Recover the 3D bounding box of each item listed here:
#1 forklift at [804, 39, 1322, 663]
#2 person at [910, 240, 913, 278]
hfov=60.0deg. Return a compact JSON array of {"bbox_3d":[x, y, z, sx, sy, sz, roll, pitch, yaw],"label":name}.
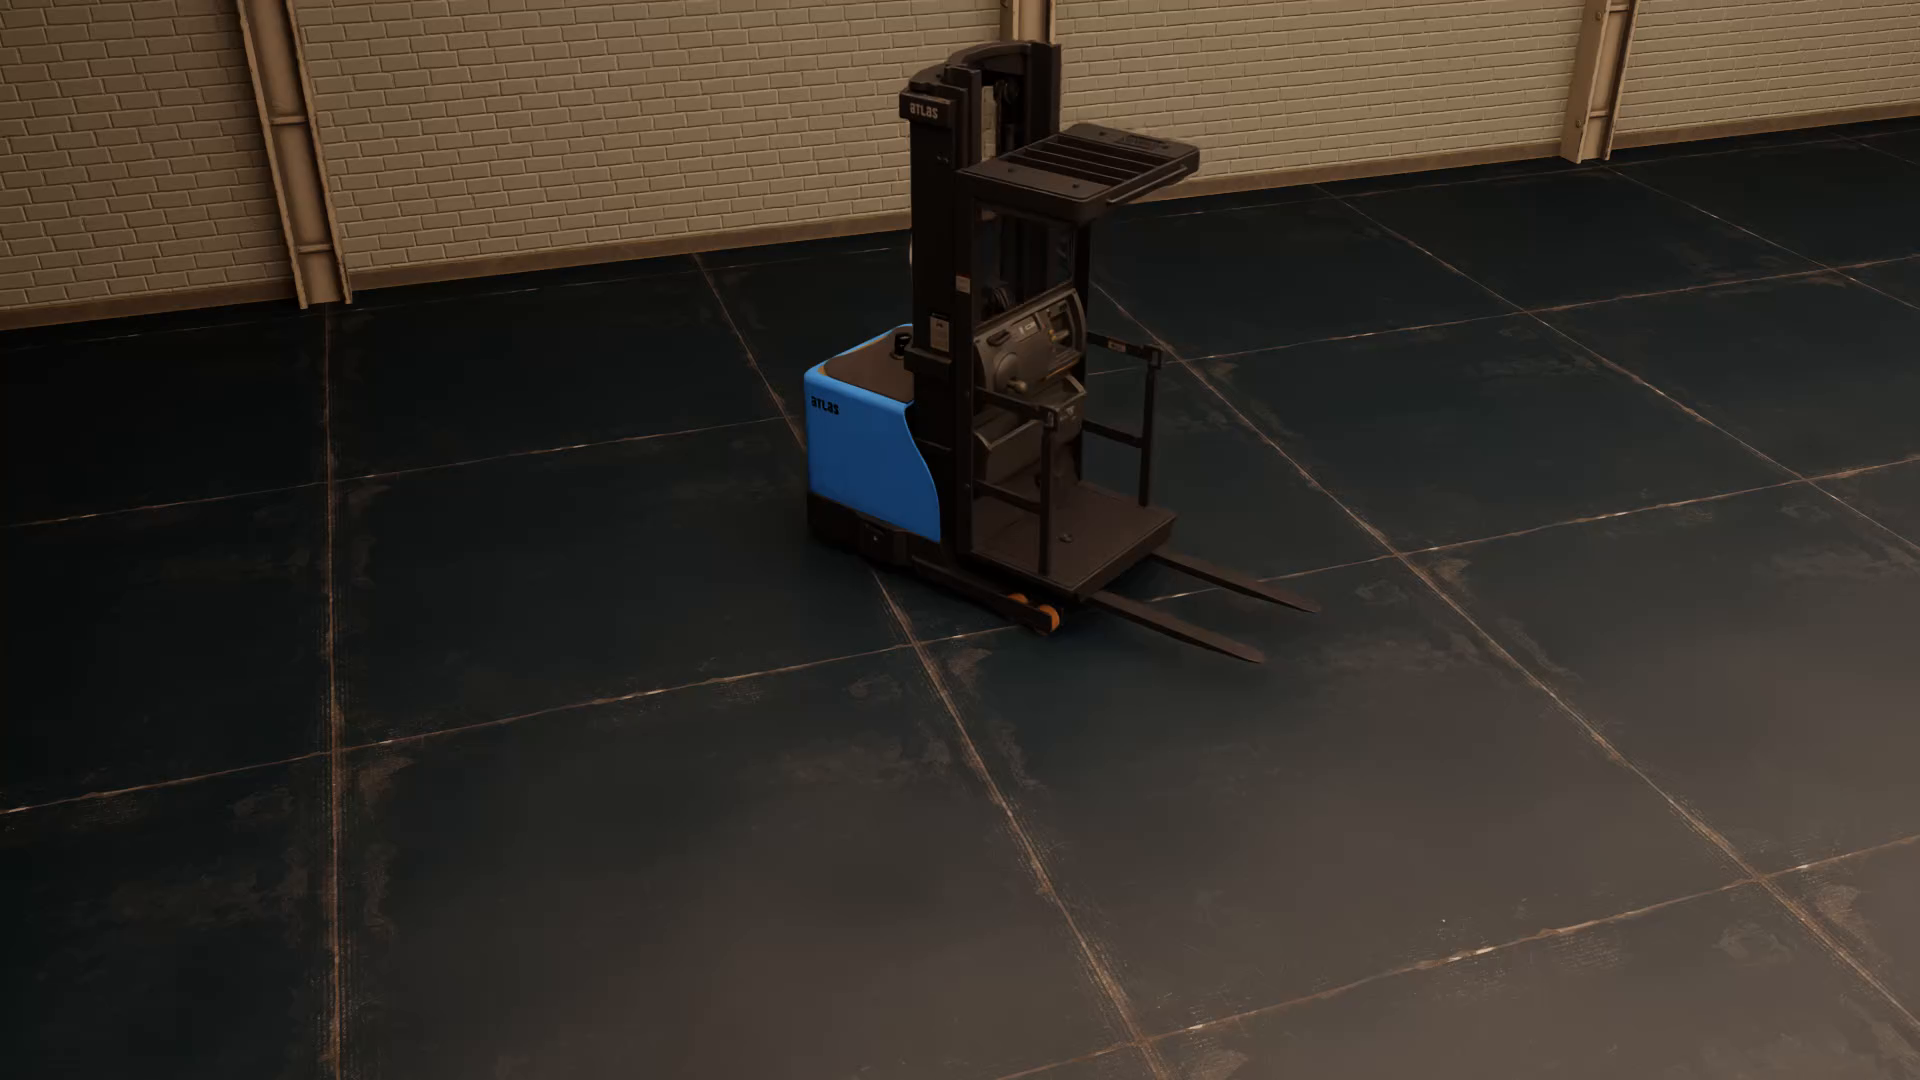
[{"bbox_3d":[0.553,-1.048,8.909,3.031,2.935,1.130,21,36,32],"label":"forklift"},{"bbox_3d":[-0.092,-1.543,11.048,0.573,1.671,0.957,1,30,2],"label":"person"}]
